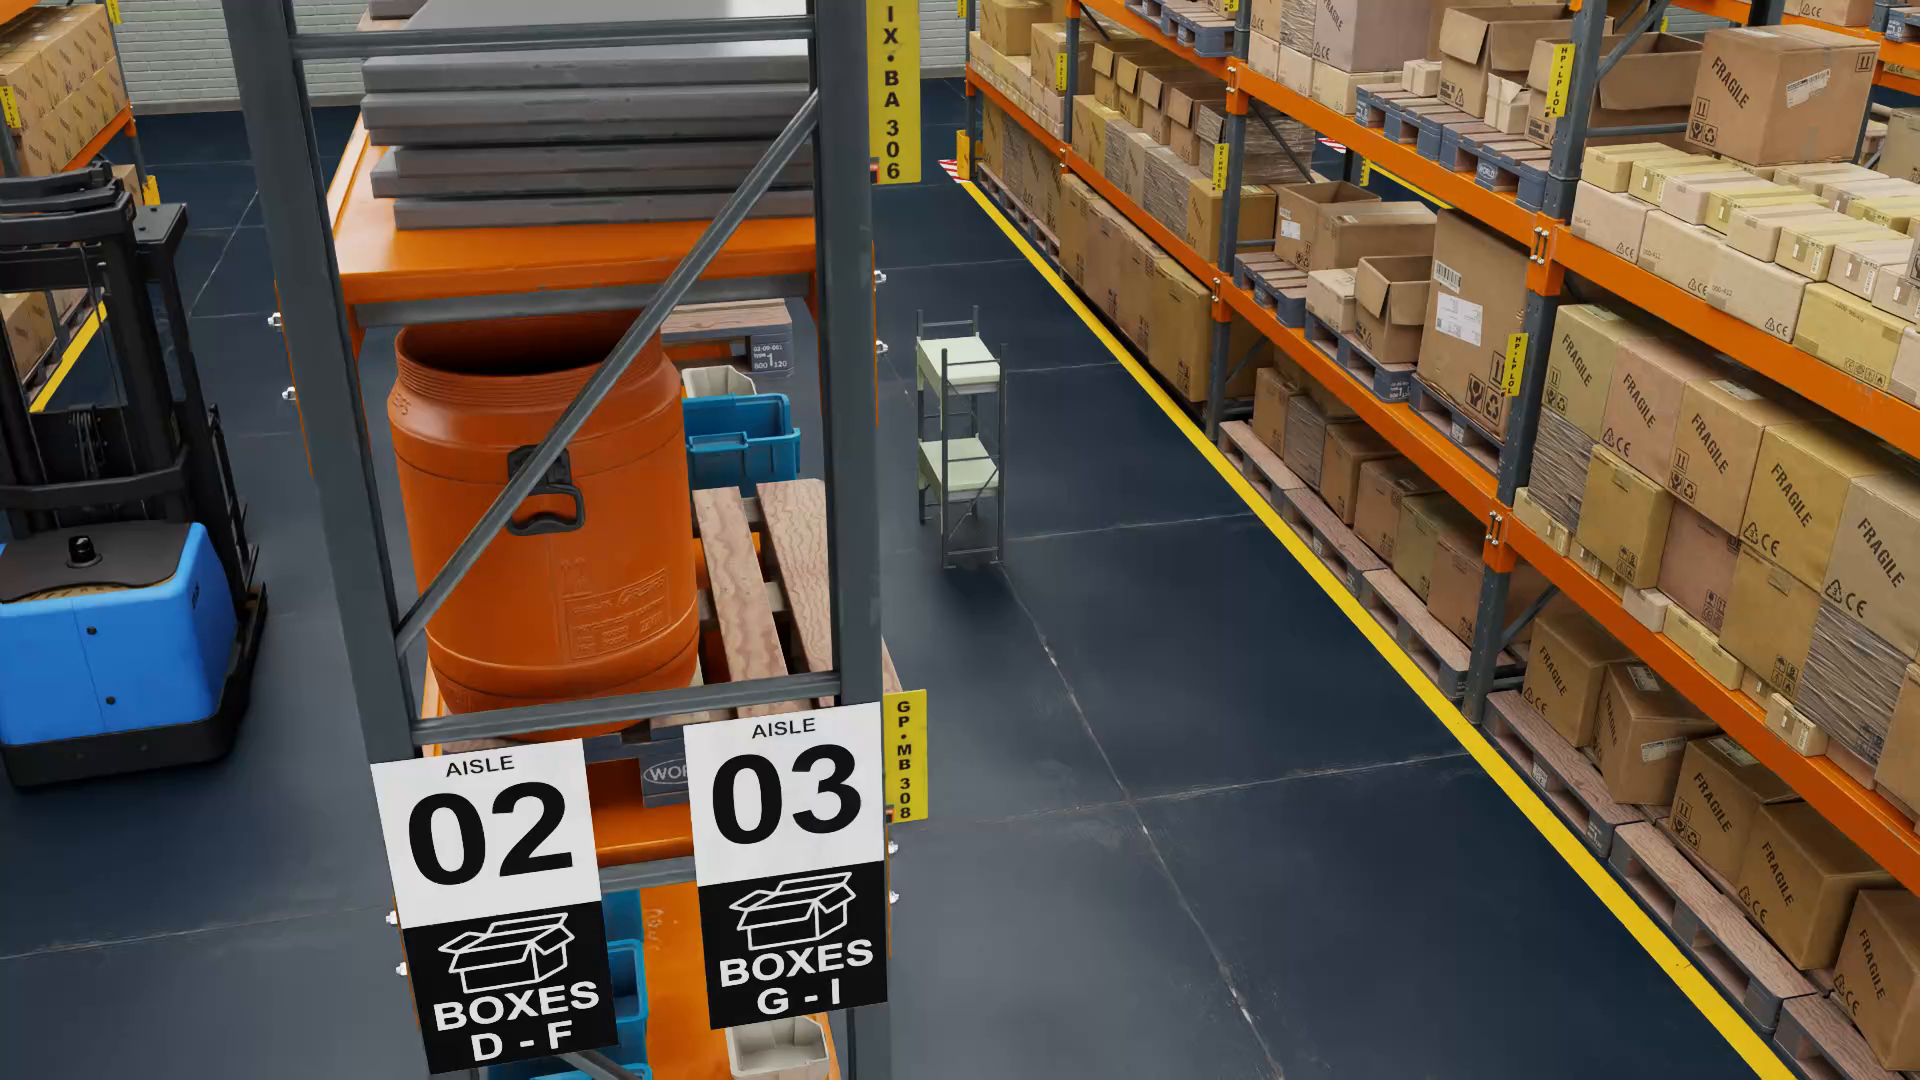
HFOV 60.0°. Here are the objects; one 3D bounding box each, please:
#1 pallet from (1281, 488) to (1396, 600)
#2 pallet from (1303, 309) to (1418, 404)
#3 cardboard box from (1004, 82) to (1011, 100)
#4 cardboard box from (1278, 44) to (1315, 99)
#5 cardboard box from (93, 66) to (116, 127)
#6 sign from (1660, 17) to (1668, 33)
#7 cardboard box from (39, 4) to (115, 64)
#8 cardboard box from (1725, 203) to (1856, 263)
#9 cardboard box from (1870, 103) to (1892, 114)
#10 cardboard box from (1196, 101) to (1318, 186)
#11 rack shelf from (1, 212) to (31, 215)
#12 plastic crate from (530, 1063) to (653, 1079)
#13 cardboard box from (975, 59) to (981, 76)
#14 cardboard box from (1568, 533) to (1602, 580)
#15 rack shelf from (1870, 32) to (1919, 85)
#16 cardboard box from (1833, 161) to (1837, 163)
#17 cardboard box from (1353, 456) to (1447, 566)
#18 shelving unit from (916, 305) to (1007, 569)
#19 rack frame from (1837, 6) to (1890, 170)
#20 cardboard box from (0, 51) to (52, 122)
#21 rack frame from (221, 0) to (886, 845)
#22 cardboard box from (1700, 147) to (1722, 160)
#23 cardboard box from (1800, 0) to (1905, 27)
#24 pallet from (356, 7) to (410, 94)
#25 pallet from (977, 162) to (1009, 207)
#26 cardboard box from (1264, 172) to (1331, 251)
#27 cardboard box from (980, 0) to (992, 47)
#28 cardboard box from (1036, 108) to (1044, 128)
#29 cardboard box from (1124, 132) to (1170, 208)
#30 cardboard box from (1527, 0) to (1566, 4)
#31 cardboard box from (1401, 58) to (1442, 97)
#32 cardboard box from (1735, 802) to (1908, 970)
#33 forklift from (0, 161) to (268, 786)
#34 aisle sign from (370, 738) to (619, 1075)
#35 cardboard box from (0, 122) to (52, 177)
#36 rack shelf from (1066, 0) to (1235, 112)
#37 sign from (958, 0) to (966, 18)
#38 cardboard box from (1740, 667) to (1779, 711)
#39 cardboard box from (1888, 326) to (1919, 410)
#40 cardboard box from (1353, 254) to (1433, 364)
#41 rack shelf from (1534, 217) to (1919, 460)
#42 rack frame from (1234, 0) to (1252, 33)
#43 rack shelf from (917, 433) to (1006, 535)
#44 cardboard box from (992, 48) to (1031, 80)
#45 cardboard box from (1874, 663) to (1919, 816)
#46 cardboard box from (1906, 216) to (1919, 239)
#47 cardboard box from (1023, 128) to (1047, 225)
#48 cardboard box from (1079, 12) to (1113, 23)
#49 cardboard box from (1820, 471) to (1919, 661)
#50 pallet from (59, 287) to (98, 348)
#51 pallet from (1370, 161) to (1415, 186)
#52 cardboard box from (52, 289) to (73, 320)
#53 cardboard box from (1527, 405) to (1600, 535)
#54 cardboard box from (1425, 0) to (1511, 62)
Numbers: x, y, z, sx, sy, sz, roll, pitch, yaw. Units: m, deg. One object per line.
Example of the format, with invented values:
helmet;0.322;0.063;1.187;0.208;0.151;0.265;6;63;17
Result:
pallet;2.813;-0.034;10.930;1.003;0.211;1.213;-6;27;-12
pallet;2.853;-1.207;10.371;1.003;0.211;1.213;-6;27;-12
cardboard box;0.670;-4.692;17.343;0.380;0.149;0.250;-7;28;-13
cardboard box;2.340;-2.972;10.492;0.500;0.250;0.500;-5;27;-10
cardboard box;-8.602;-4.313;16.202;0.500;0.500;0.500;-6;27;-11
sign;6.861;-4.947;16.284;0.100;0.325;0.005;-6;27;-12
cardboard box;-8.720;-4.988;16.430;0.500;0.500;0.500;-6;27;-12
cardboard box;3.280;-1.217;6.573;0.380;0.149;0.250;-6;27;-13
cardboard box;10.680;-5.039;20.127;0.875;0.438;0.875;-5;27;-10
cardboard box;2.218;-2.972;12.432;0.797;0.503;0.637;-5;27;-10
rack shelf;-7.736;-1.710;11.953;1.077;0.370;4.000;-6;27;-12
plastic crate;-1.060;1.735;4.495;0.499;0.251;0.616;-6;27;-12
cardboard box;0.382;-5.255;18.458;0.380;0.149;0.250;-6;27;-12
cardboard box;3.151;0.054;7.939;0.380;0.149;0.250;-6;27;-12
rack shelf;7.673;-2.756;10.698;1.077;0.370;4.000;-6;27;-12
cardboard box;7.246;-3.176;13.542;0.380;0.149;0.250;-5;27;-9
cardboard box;2.935;-0.210;10.470;0.700;0.500;0.500;-8;28;-16
shelving unit;0.002;-0.667;10.753;0.431;1.500;0.755;-6;27;-12
rack frame;7.222;-2.616;12.951;1.000;3.000;0.127;-6;27;-12
cardboard box;-8.136;-3.862;14.198;0.500;0.500;0.500;-7;28;-13
rack frame;-0.656;-0.820;2.735;1.000;3.000;0.127;-6;27;-12
cardboard box;3.623;-1.738;7.606;0.380;0.149;0.250;-5;27;-10
cardboard box;6.846;-4.225;12.698;0.500;0.500;0.500;-6;27;-12
pallet;-1.066;-1.418;4.572;1.003;0.211;1.213;-6;27;-12
pallet;0.820;-4.081;18.948;1.003;0.211;1.213;-6;27;-12
cardboard box;2.522;-2.443;12.496;0.500;0.500;0.500;-5;27;-10
cardboard box;0.522;-5.612;17.890;0.500;0.500;0.500;-7;28;-13
cardboard box;0.962;-4.127;16.223;0.380;0.149;0.250;-6;27;-12
cardboard box;1.674;-3.064;13.726;0.500;0.500;0.500;-5;27;-11
cardboard box;5.951;-5.175;16.470;0.500;0.500;0.500;-7;28;-13
cardboard box;2.748;-2.636;9.455;0.380;0.166;0.250;-7;28;-13
cardboard box;3.755;1.472;7.159;0.500;0.500;0.500;-3;27;-7
forklift;-4.733;-0.702;9.234;1.130;2.935;3.031;-7;28;-14
aisle sign;-0.929;0.759;3.378;0.394;0.787;0.004;-6;27;-12
cardboard box;-8.036;-3.205;14.006;0.500;0.500;0.500;-5;27;-10
rack shelf;1.916;-4.053;13.267;1.077;0.370;4.000;-6;27;-12
sign;0.022;-6.037;18.680;0.100;0.325;0.005;-6;27;-12
cardboard box;3.475;0.598;6.861;0.380;0.149;0.250;-6;27;-12
cardboard box;3.591;-0.548;5.690;0.500;0.250;0.500;-5;27;-10
cardboard box;2.788;-1.386;9.933;0.797;0.503;0.637;-3;27;-6
rack shelf;3.719;-0.541;6.309;1.077;0.370;4.000;-6;27;-12
rack frame;2.367;-4.835;10.689;1.000;3.000;0.127;-6;27;-12
rack shelf;0.002;-0.376;10.900;0.431;0.370;0.720;-6;27;-12
cardboard box;0.642;-5.048;17.606;0.500;0.250;0.500;-7;28;-13
cardboard box;3.843;0.726;5.888;0.875;0.500;0.500;-6;27;-12
cardboard box;3.925;-1.160;6.460;0.380;0.149;0.250;-5;27;-9
cardboard box;1.192;-3.845;17.277;0.875;0.875;0.875;-6;27;-12
cardboard box;1.381;-4.995;16.667;0.500;0.500;0.500;-7;28;-13
cardboard box;3.577;0.076;6.066;0.500;0.500;0.500;-6;27;-12
pallet;-8.341;-1.965;14.756;1.003;0.211;1.213;-6;27;-12
pallet;5.585;-4.490;19.758;1.003;0.211;1.213;-6;27;-12
cardboard box;-8.071;-2.111;14.446;0.500;0.311;0.500;-6;27;-12
cardboard box;3.310;-0.375;8.069;0.875;0.500;0.500;-6;27;-12
cardboard box;2.941;-3.137;9.988;0.500;0.500;0.500;-5;27;-11
